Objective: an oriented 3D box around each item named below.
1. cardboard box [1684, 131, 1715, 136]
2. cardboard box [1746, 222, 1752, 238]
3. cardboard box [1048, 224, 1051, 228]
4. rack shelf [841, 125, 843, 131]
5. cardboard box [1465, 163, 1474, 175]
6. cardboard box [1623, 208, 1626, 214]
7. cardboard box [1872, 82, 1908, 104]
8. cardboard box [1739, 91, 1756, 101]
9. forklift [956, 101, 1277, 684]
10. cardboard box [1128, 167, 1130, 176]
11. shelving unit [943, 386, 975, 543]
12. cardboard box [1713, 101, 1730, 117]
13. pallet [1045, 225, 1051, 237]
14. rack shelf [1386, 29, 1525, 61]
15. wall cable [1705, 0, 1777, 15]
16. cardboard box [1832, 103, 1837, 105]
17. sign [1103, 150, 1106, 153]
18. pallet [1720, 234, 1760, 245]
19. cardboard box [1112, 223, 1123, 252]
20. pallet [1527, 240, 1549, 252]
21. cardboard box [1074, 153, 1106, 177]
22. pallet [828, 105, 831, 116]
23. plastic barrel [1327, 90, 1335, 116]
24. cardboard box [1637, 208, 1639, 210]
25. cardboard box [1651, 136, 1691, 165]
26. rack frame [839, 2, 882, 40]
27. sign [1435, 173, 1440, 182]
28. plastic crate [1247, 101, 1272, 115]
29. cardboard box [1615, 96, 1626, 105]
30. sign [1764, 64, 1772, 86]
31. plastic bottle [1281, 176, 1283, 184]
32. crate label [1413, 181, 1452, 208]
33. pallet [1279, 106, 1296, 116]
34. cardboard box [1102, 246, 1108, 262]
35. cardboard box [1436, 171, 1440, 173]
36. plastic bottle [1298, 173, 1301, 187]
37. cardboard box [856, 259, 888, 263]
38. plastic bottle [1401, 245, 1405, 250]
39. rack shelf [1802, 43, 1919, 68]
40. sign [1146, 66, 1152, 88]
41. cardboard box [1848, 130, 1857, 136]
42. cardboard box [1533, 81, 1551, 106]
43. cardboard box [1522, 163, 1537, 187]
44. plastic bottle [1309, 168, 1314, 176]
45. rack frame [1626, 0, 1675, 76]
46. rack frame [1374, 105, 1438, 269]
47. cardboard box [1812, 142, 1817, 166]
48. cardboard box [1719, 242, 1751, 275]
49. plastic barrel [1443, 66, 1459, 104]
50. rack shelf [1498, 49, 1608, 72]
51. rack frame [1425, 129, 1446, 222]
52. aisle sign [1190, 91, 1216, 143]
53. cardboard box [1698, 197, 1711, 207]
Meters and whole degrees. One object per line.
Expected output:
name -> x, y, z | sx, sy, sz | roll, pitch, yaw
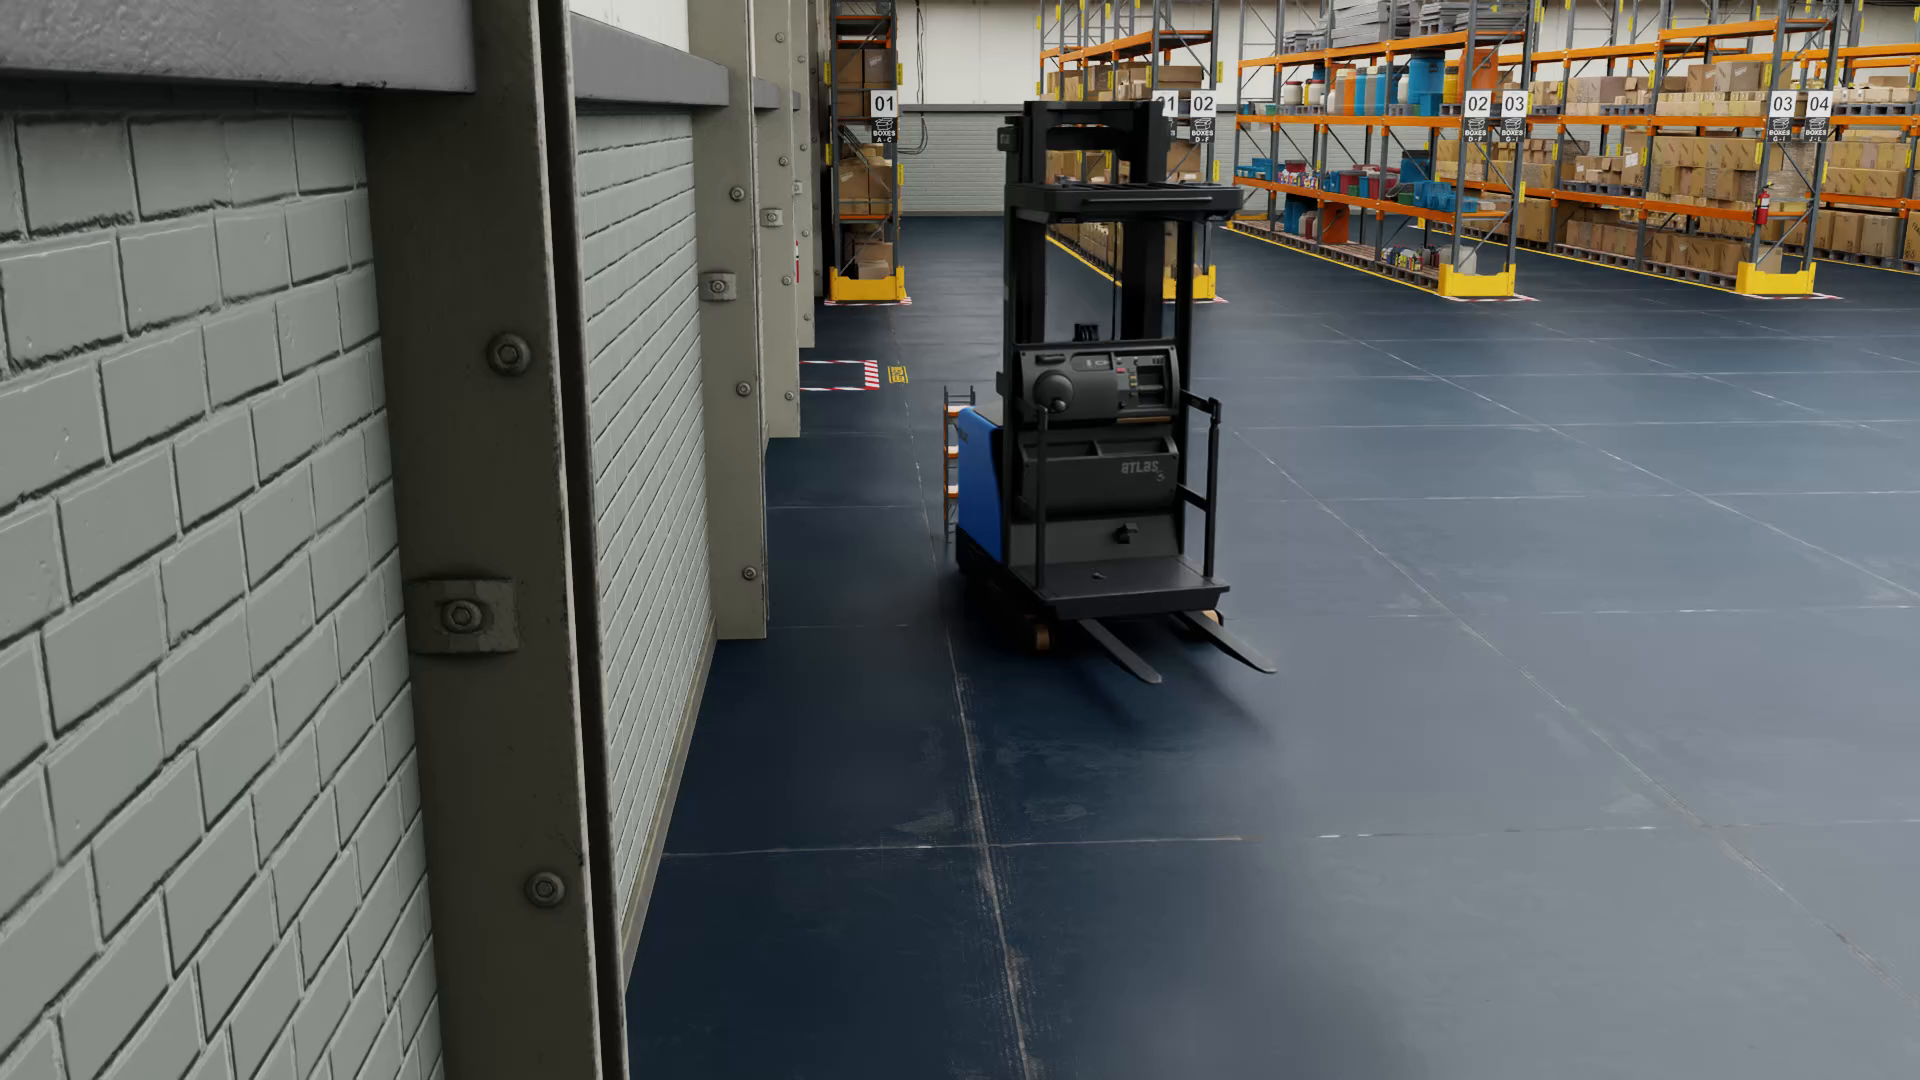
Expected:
cardboard box -> 17.275, -9.316, 38.910 | 0.500, 0.500, 0.500 | -1, 14, -5
cardboard box -> 17.492, -6.813, 36.162 | 0.500, 0.500, 0.500 | 0, 14, -1
cardboard box -> 2.365, -7.558, 39.394 | 0.500, 0.311, 0.500 | -1, 14, -3
rack shelf -> -2.090, -8.853, 35.337 | 1.077, 0.370, 4.000 | -1, 14, -3
cardboard box -> 12.294, -8.781, 39.339 | 0.500, 0.250, 0.500 | 0, 14, -2
cardboard box -> 17.102, -8.354, 42.257 | 0.380, 0.149, 0.250 | 0, 14, -1
cardboard box -> 22.393, -10.718, 39.891 | 0.797, 0.503, 0.637 | 0, 14, 1
cardboard box -> 13.007, -7.261, 27.209 | 0.380, 0.149, 0.250 | -2, 15, -6
forklift -> 0.844, -0.904, 9.157 | 1.130, 2.935, 3.031 | -4, 15, -14
cardboard box -> 3.113, -6.372, 28.771 | 0.380, 0.149, 0.250 | -1, 14, -5
shelving unit -> -0.003, -0.522, 11.447 | 0.215, 1.050, 0.252 | -1, 14, -3
cardboard box -> 13.020, -7.239, 27.921 | 0.500, 0.250, 0.500 | -1, 14, -2
pallet -> 2.610, -7.448, 40.049 | 1.003, 0.211, 1.213 | -1, 14, -3
rack shelf -> 8.293, -8.275, 27.875 | 1.077, 0.370, 4.000 | -1, 14, -3
wall cable -> 22.378, -13.950, 47.684 | 2.355, 3.000, 0.029 | -1, 14, -3
cardboard box -> 18.052, -9.179, 34.962 | 0.500, 0.500, 0.500 | -1, 14, -3
sign -> 3.283, -8.893, 37.748 | 0.100, 0.325, 0.005 | -1, 14, -3
pallet -> 17.702, -6.678, 37.059 | 1.003, 0.211, 1.213 | -1, 14, -3
cardboard box -> 2.981, -5.324, 29.370 | 0.500, 0.500, 0.500 | -1, 14, -3
pallet -> 12.891, -6.327, 35.694 | 1.003, 0.211, 1.213 | -1, 14, -3
cardboard box -> 2.901, -8.137, 36.087 | 0.700, 0.500, 0.500 | -5, 15, -18
pallet -> -2.059, -8.772, 33.957 | 1.213, 0.211, 1.003 | 0, 14, -1
plastic barrel -> 7.635, -8.829, 33.576 | 0.421, 0.512, 0.421 | 0, 14, 0
cardboard box -> 17.142, -8.305, 41.469 | 0.380, 0.149, 0.250 | -2, 15, -6
cardboard box -> 12.887, -7.046, 30.089 | 0.500, 0.500, 0.500 | -1, 14, -3
rack frame -> -2.214, -11.151, 36.807 | 1.000, 3.000, 0.127 | -1, 14, -3
sign -> 8.719, -6.549, 30.404 | 0.100, 0.325, 0.005 | -1, 14, -3
plastic crate -> 7.246, -10.432, 40.156 | 0.504, 0.338, 0.767 | -1, 14, -3
cardboard box -> 12.897, -8.493, 32.123 | 0.380, 0.166, 0.250 | -1, 14, -5
sign -> 12.806, -7.369, 26.349 | 0.100, 0.325, 0.005 | -1, 14, -3
plastic bottle -> 7.304, -8.143, 37.555 | 0.097, 0.201, 0.097 | 0, 14, 0
crate label -> 8.033, -5.885, 28.308 | 0.502, 0.435, 0.616 | -1, 14, -3
pallet -> 7.820, -9.567, 37.047 | 1.213, 0.211, 1.003 | -1, 14, -3
cardboard box -> 2.910, -5.304, 30.797 | 0.500, 0.250, 0.500 | -1, 14, -4
cardboard box -> 12.096, -9.128, 41.486 | 0.380, 0.149, 0.250 | -1, 14, -5
plastic bottle -> 7.380, -7.805, 36.075 | 0.061, 0.283, 0.133 | -1, 14, -3
cardboard box -> -1.459, -4.488, 27.461 | 0.500, 0.311, 0.500 | 0, 14, 1
plastic bottle -> 7.949, -5.134, 29.895 | 0.144, 0.351, 0.185 | -1, 14, -3
rack shelf -> 17.946, -9.398, 32.239 | 1.077, 0.370, 4.000 | -1, 14, -3
sign -> 2.931, -7.177, 25.763 | 0.100, 0.325, 0.005 | -1, 14, -3
cardboard box -> 22.060, -9.991, 40.828 | 0.380, 0.149, 0.250 | -1, 14, -5
cardboard box -> 12.614, -9.549, 35.556 | 0.500, 0.500, 0.500 | 0, 14, 0
cardboard box -> 12.527, -7.901, 36.014 | 0.500, 0.500, 0.500 | -1, 14, -5
plastic bottle -> 7.914, -8.149, 37.278 | 0.144, 0.351, 0.185 | -1, 14, -3
rack frame -> 17.326, -12.427, 41.765 | 1.000, 3.000, 0.127 | -1, 14, -3
rack frame -> 8.169, -6.409, 30.416 | 1.000, 3.000, 0.127 | -1, 14, -3
cardboard box -> 17.840, -7.953, 34.208 | 0.700, 0.500, 0.500 | -1, 14, -4
cardboard box -> 13.268, -4.787, 28.287 | 0.500, 0.500, 0.500 | 3, 15, 11
plastic barrel -> 8.220, -7.443, 27.195 | 0.600, 0.588, 0.600 | 0, 14, 0
rack shelf -> 12.741, -10.341, 35.905 | 1.077, 0.370, 4.000 | -1, 14, -3
rack frame -> 12.369, -9.470, 42.313 | 1.000, 3.000, 0.127 | -1, 14, -3
aisle sign -> 3.783, -6.586, 25.887 | 0.394, 0.787, 0.004 | -1, 14, -3
cardboard box -> 12.939, -5.808, 28.585 | 0.380, 0.149, 0.250 | -1, 14, -3
